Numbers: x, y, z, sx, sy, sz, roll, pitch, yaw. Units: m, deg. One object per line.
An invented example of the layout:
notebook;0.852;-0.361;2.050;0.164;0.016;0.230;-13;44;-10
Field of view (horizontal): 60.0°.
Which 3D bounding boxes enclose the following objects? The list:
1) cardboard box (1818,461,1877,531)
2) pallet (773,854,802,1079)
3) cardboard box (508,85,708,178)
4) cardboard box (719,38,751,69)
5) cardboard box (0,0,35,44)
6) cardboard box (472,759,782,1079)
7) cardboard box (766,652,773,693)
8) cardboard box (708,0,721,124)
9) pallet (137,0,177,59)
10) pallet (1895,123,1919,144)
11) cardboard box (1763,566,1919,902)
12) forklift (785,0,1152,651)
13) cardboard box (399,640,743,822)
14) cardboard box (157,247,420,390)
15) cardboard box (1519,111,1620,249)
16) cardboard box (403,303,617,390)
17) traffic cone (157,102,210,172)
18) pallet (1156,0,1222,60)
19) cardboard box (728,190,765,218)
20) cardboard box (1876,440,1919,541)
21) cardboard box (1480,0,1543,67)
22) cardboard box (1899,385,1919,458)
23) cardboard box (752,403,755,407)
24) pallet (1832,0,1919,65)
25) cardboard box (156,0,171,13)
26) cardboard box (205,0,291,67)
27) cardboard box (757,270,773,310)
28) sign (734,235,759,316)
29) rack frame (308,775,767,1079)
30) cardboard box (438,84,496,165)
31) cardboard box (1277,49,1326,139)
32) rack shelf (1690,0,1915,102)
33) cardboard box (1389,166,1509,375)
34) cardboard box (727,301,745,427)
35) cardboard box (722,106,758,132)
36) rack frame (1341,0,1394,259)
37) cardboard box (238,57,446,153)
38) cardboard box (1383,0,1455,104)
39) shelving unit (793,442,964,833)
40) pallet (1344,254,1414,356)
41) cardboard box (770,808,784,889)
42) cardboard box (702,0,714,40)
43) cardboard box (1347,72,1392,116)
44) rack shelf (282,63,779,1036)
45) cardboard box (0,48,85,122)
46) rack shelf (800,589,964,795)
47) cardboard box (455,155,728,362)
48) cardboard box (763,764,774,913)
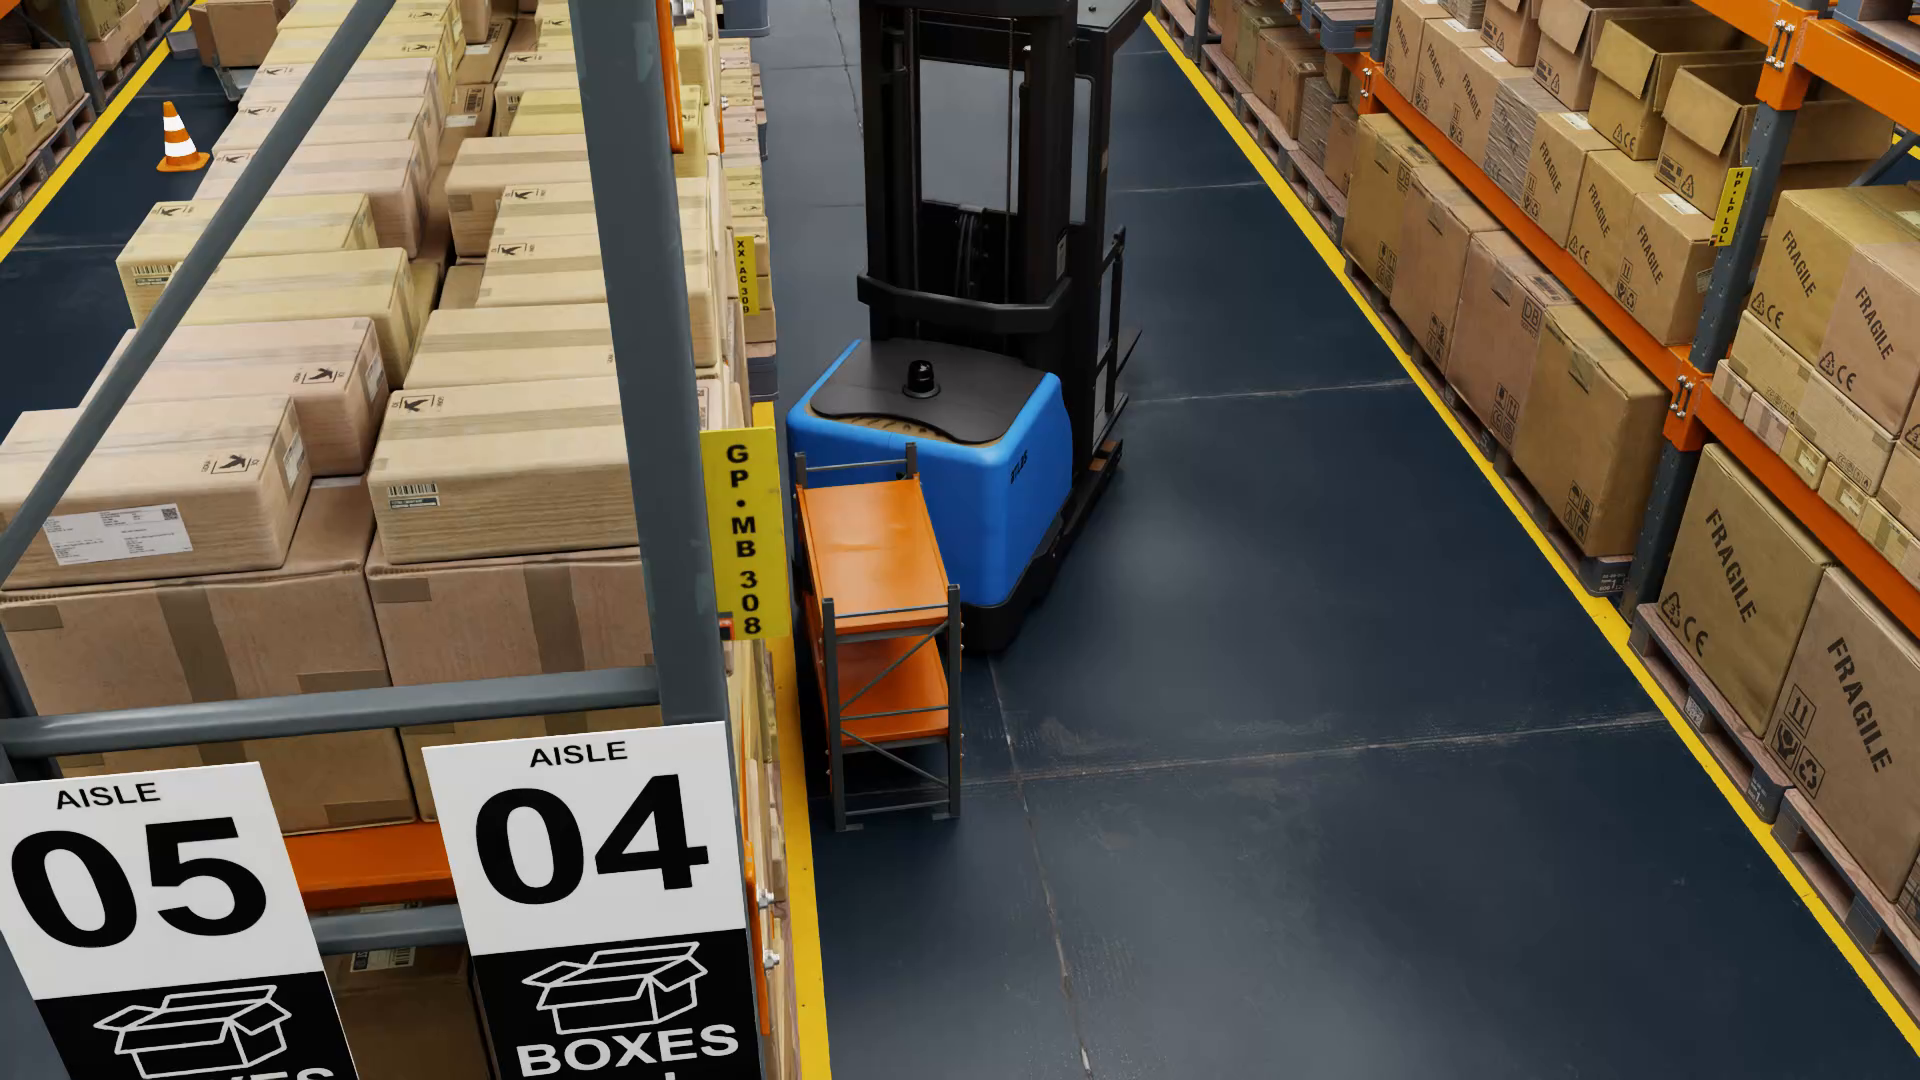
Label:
cardboard box;3.392;-0.177;6.070;0.380;0.149;0.250;-5;35;-8
pallet;-1.062;1.614;5.694;1.003;0.211;1.213;-4;35;-6
cardboard box;-0.728;-0.834;3.481;0.380;0.149;0.250;-3;34;-5
cardboard box;-1.266;-2.466;8.527;0.380;0.149;0.250;-3;34;-5
cardboard box;-7.668;-4.282;13.273;0.500;0.500;0.500;-5;35;-7
cardboard box;-0.614;0.792;3.184;0.500;0.500;0.500;-5;35;-7
cardboard box;-0.965;0.605;6.857;0.380;0.149;0.250;-4;34;-6
cardboard box;-1.021;-1.517;5.281;0.500;0.250;0.500;-4;34;-5
pallet;-7.615;-4.528;14.706;1.003;0.211;1.213;-4;35;-6
pallet;7.717;-3.481;13.171;1.003;0.211;1.213;-4;35;-6
cardboard box;3.704;0.669;6.118;0.875;0.875;0.875;-4;35;-6
forklift;0.217;-1.542;7.910;1.130;2.935;3.031;12;36;17
cardboard box;-0.624;0.192;2.774;0.500;0.250;0.500;-3;34;-5
cardboard box;-1.124;-0.361;2.787;0.380;0.149;0.250;-5;35;-8
cardboard box;3.103;-1.761;8.082;0.500;0.500;0.500;-5;35;-7
cardboard box;-0.651;-0.251;2.626;0.380;0.149;0.250;-3;34;-4
traffic cone;-5.768;-2.991;12.228;0.336;0.463;0.334;-4;35;-6
pallet;2.372;-4.596;14.806;1.003;0.211;1.213;-4;35;-6
cardboard box;-0.996;-1.318;6.842;0.380;0.149;0.250;-3;34;-5
cardboard box;3.514;-0.124;5.638;0.500;0.250;0.500;-4;34;-5
cardboard box;3.203;-2.827;8.755;0.797;0.503;0.637;-4;34;-5
cardboard box;3.518;-0.431;5.421;0.500;0.500;0.500;-5;35;-8
cardboard box;-1.392;-1.034;8.950;0.500;0.500;0.500;-6;35;-9
pallet;3.673;-1.657;5.433;1.003;0.211;1.213;-4;35;-6
cardboard box;-7.347;-4.883;14.820;0.500;0.250;0.500;-6;35;-8
cardboard box;-5.562;-4.057;13.087;0.500;0.500;0.500;-4;35;-6
cardboard box;-0.952;-1.040;6.698;0.380;0.149;0.250;-4;34;-6
sign;-0.818;-0.996;6.279;0.100;0.325;0.005;-4;35;-6
rack frame;-0.817;1.640;3.180;1.000;3.000;0.127;-4;35;-6
cardboard box;-1.324;-0.836;3.839;0.500;0.250;0.500;-6;35;-8
cardboard box;2.755;-3.289;12.242;0.700;0.500;0.500;-2;34;-2
rack shelf;3.305;-2.970;7.920;1.077;0.370;4.000;-4;35;-6
cardboard box;3.220;-1.555;9.382;1.225;0.875;0.875;-4;35;-6
cardboard box;-0.894;-0.353;4.864;0.500;0.500;0.500;-4;34;-5
cardboard box;-1.127;-1.884;7.673;0.380;0.149;0.250;-3;34;-5
rack frame;3.036;-3.144;10.200;1.000;3.000;0.127;-4;35;-6
cardboard box;-1.338;-0.933;3.627;0.380;0.149;0.250;-5;35;-8
cardboard box;2.831;-2.893;9.743;0.500;0.500;0.500;-3;34;-5
shelving unit;-0.336;0.375;6.701;0.538;1.125;1.048;-6;35;-8
pallet;3.067;-1.546;10.331;1.003;0.211;1.213;-4;35;-6
cardboard box;-0.801;1.067;5.651;0.380;0.149;0.250;-6;35;-8
cardboard box;-1.041;-1.738;5.163;0.500;0.250;0.500;-6;35;-9
cardboard box;2.916;-2.974;11.114;0.500;0.250;0.500;-3;34;-4
rack shelf;-1.086;-0.419;4.176;1.077;0.370;4.000;-4;35;-6
cardboard box;-7.249;-3.421;12.566;0.950;0.372;0.625;-4;34;-6
rack shelf;-0.336;0.577;6.839;0.538;0.278;1.000;-6;35;-8
cardboard box;-0.746;-0.583;3.468;0.500;0.250;0.500;-4;34;-6
cardboard box;-0.754;0.633;4.305;0.500;0.500;0.500;-4;34;-6
